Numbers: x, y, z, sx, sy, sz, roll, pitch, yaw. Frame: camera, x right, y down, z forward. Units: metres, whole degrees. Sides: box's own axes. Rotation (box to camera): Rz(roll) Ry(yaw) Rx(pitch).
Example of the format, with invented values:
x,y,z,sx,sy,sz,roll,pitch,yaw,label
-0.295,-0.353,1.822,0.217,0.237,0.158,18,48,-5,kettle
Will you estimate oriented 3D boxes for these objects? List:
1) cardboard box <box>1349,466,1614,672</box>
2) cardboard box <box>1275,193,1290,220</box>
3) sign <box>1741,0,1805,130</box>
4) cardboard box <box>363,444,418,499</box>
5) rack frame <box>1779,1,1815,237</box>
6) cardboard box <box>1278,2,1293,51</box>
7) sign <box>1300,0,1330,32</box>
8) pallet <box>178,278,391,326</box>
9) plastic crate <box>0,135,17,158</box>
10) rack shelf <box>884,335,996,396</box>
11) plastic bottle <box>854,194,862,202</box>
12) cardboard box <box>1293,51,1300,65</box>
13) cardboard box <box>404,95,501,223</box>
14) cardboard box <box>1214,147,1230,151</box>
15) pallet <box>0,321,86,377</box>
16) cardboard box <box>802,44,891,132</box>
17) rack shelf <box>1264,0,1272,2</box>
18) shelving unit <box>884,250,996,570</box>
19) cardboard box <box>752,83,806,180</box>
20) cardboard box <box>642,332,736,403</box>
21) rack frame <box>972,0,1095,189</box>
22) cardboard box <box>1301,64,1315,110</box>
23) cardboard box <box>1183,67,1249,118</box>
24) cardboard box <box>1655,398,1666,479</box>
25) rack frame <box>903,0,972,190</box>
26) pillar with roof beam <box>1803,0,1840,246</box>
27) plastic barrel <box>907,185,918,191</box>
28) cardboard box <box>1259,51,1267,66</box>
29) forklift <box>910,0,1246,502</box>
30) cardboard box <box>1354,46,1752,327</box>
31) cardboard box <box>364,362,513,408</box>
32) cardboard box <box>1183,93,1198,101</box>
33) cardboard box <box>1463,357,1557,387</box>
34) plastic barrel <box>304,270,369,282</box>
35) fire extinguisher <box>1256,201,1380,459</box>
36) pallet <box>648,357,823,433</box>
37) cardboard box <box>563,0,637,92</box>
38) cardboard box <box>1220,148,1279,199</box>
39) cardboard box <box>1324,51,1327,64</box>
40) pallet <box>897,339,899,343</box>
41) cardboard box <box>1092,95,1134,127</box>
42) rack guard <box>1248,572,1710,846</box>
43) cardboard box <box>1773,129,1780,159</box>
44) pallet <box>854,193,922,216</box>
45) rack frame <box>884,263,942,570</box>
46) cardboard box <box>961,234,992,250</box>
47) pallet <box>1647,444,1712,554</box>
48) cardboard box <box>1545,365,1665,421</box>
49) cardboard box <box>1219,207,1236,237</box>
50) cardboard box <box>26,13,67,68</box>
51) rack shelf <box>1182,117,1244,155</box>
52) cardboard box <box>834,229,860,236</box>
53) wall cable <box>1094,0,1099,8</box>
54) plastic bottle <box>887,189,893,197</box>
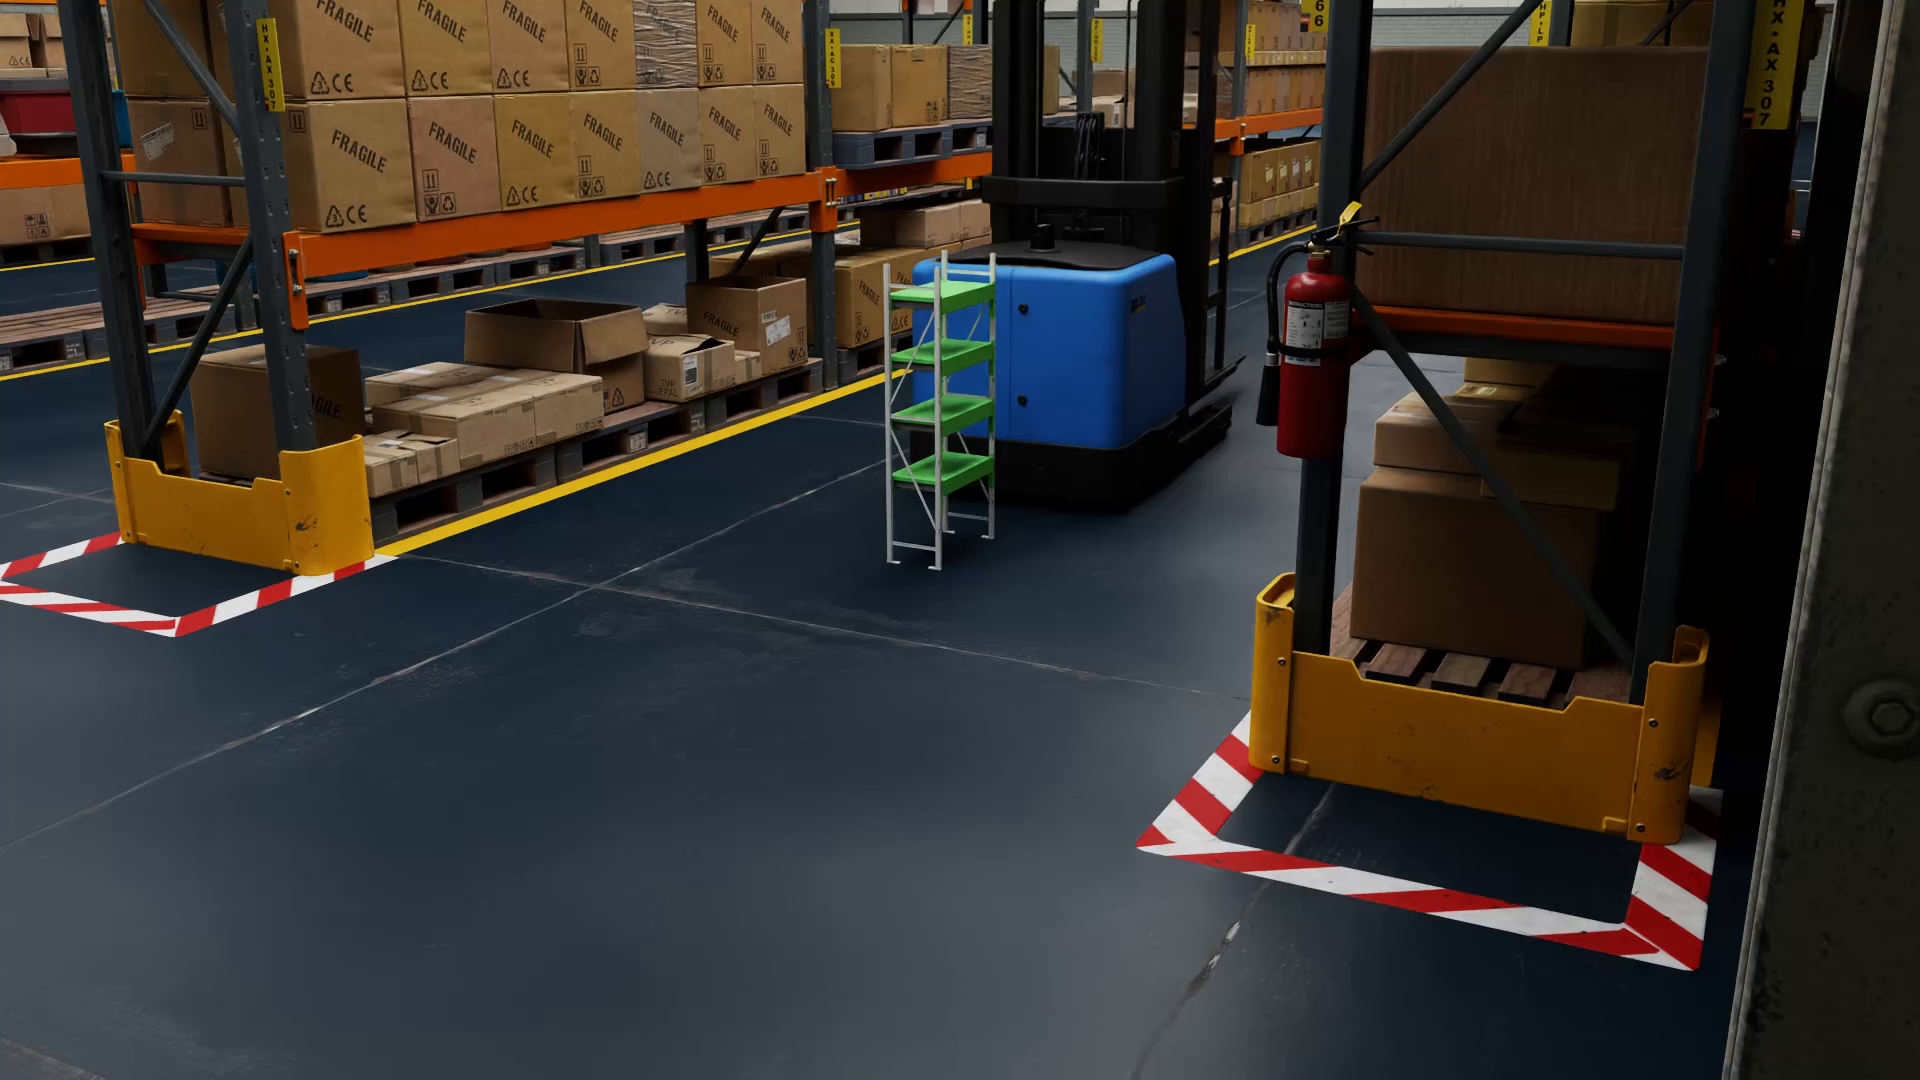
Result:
x,y,z,sx,sy,sz,roll,pitch,yaw,label
1.652,0.048,5.247,0.700,0.500,0.500,8,18,25,cardboard box
3.292,-3.660,18.170,0.500,0.250,0.500,8,18,25,cardboard box
1.922,-1.139,3.930,0.100,0.325,0.005,8,18,25,sign
-2.510,-0.294,6.981,0.380,0.149,0.250,8,18,25,cardboard box
8.578,-4.833,18.029,1.000,3.000,0.127,8,18,25,rack frame
3.223,-5.611,18.193,0.700,0.500,0.500,8,18,25,cardboard box
0.949,-1.499,4.353,0.100,0.325,0.005,8,18,25,sign
-5.265,-1.892,13.022,1.003,0.211,1.213,8,18,25,pallet
-6.156,-2.458,10.388,0.293,0.136,0.466,8,18,25,plastic crate
-0.074,-0.702,6.661,0.258,0.148,0.480,8,18,25,rack shelf
-1.256,-4.217,19.833,0.144,0.351,0.185,7,18,23,plastic bottle
3.567,-5.370,18.521,0.380,0.149,0.250,9,19,27,cardboard box
-2.345,-1.647,7.124,0.500,0.500,0.500,8,18,25,cardboard box
2.603,-3.958,17.857,0.500,0.500,0.500,8,18,25,cardboard box
-6.485,-1.196,10.681,1.003,0.211,1.213,8,18,25,pallet
-0.806,-2.747,10.093,0.700,0.500,0.500,2,17,7,cardboard box
3.251,-6.046,18.108,1.077,0.370,4.000,8,18,25,rack shelf
-0.074,-0.533,6.712,0.258,1.200,0.503,8,18,25,shelving unit
-1.211,-2.294,9.304,0.500,0.500,0.500,8,19,26,cardboard box
-1.553,-0.956,8.923,0.500,0.311,0.500,8,18,25,cardboard box
0.570,-3.425,13.287,1.000,3.000,0.127,8,18,25,rack frame
3.694,-5.259,19.286,0.700,0.500,0.500,9,19,27,cardboard box
2.550,-4.605,17.086,0.700,0.500,0.500,8,18,24,cardboard box
2.790,-0.602,7.437,0.700,0.500,0.500,8,18,26,cardboard box
-0.285,-6.094,22.273,1.000,3.000,0.127,8,18,25,rack frame
5.188,-7.968,18.048,9.100,9.000,0.400,8,18,25,pillar with roof beam
-0.735,-4.797,21.540,0.421,0.512,0.421,0,17,0,plastic barrel
2.992,-5.043,17.421,0.380,0.149,0.250,8,18,25,cardboard box
0.811,-1.949,8.438,1.130,2.935,3.031,7,18,22,forklift
1.647,-1.033,4.706,0.980,0.700,0.700,9,19,28,cardboard box
-2.531,-0.688,8.129,0.500,0.250,0.500,8,18,25,cardboard box
2.176,-4.241,16.298,0.500,0.250,0.500,9,19,29,cardboard box
2.241,-0.716,6.681,0.380,0.149,0.250,8,18,24,cardboard box
-5.072,-2.549,13.287,0.600,0.901,0.708,8,18,25,plastic barrel
0.948,-0.562,4.440,0.296,0.674,0.183,8,18,25,fire extinguisher
-1.525,-0.894,9.665,1.003,0.211,1.213,8,18,25,pallet
-1.890,-2.384,7.852,0.500,0.500,0.500,8,18,25,cardboard box
3.061,-3.893,17.638,0.500,0.500,0.500,8,18,25,cardboard box
4.144,-5.700,19.632,0.380,0.149,0.250,8,18,24,cardboard box
-0.344,-1.593,12.017,1.003,0.211,1.213,8,18,25,pallet
1.143,-3.585,13.984,0.500,0.311,0.500,8,18,25,cardboard box
1.418,0.447,4.643,1.175,0.500,0.348,8,18,25,rack guard
3.881,-2.196,8.416,0.500,0.500,0.500,8,18,26,cardboard box
-1.191,-4.216,20.847,1.003,0.211,1.213,8,18,25,pallet
-0.183,-0.471,6.502,0.240,1.200,0.015,8,18,25,rack frame
-0.099,-1.903,11.781,0.500,0.500,0.500,7,18,23,cardboard box
2.806,-0.256,7.516,1.003,0.211,1.213,8,18,25,pallet
2.340,-0.529,6.050,0.380,0.149,0.250,8,18,26,cardboard box
2.431,-3.184,16.569,0.500,0.250,0.500,8,18,25,cardboard box
-8.926,-4.865,16.199,0.797,0.503,0.637,9,19,27,cardboard box
1.464,-3.589,15.104,1.077,0.370,4.000,8,18,25,rack shelf
-0.575,-1.963,11.983,0.500,0.500,0.500,7,18,24,cardboard box
5.249,-20.070,52.820,2.305,6.003,0.169,8,18,25,wall cable
-0.913,-4.379,20.511,0.152,0.276,0.135,8,18,24,plastic bottle
